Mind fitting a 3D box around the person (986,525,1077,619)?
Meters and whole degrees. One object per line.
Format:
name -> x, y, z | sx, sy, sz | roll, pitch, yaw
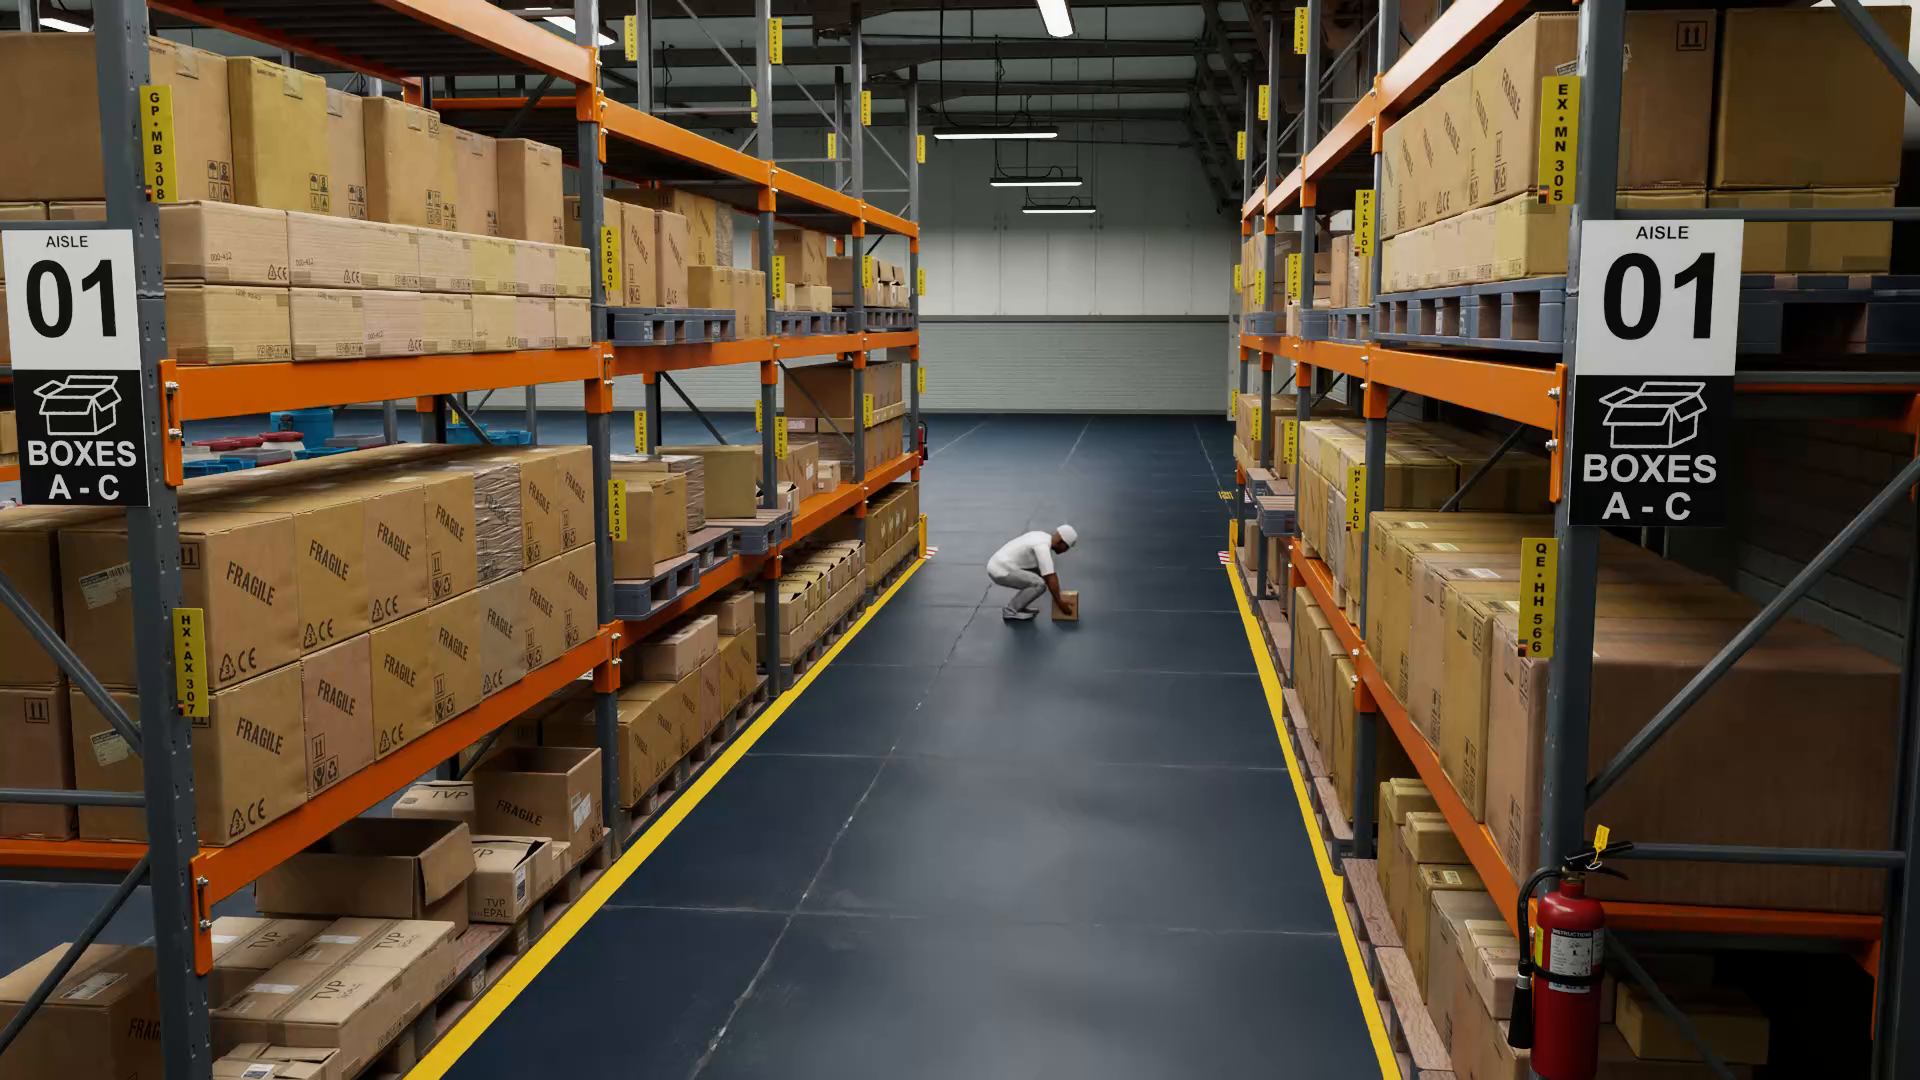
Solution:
person -> 0.716, 0.309, 16.591 | 0.896, 0.927, 0.570 | 1, 8, 6
